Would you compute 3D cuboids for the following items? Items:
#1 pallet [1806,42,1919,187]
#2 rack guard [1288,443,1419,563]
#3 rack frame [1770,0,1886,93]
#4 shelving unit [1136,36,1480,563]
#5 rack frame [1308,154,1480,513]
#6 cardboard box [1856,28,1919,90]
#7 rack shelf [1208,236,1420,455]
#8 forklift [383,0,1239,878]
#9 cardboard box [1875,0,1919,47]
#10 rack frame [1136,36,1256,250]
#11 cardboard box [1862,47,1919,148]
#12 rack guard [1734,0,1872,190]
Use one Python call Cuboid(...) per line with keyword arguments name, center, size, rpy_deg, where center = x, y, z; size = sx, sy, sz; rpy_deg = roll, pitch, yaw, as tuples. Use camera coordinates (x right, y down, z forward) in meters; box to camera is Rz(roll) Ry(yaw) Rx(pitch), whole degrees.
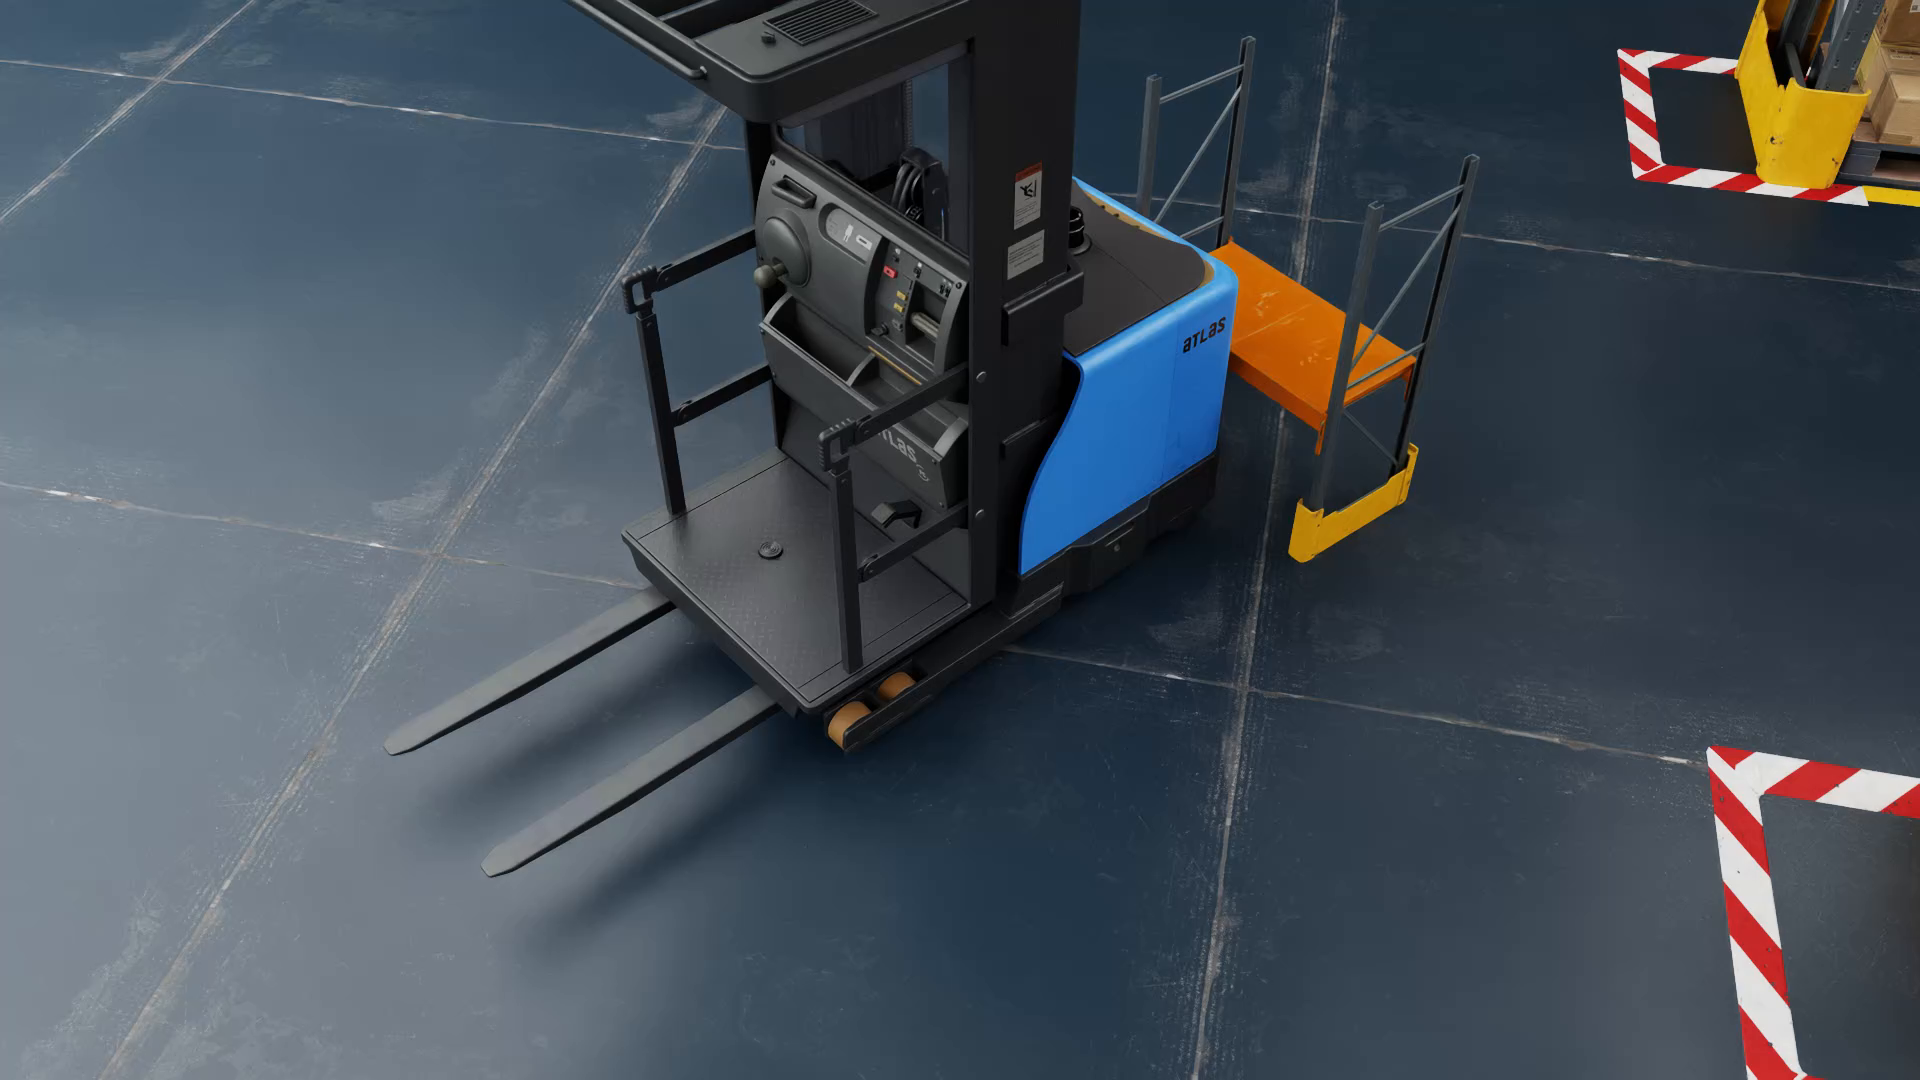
Cuboid(name="pallet", center=(4.941, -2.083, 8.262), size=(1.213, 0.211, 1.003), rpy_deg=(9, 45, 9))
Cuboid(name="rack guard", center=(1.473, -0.147, 6.223), size=(0.587, 0.250, 0.087), rpy_deg=(-28, 51, -26))
Cuboid(name="rack frame", center=(4.186, -3.175, 7.386), size=(0.127, 3.000, 1.000), rpy_deg=(9, 45, 9))
Cuboid(name="shelving unit", center=(1.169, -0.871, 6.074), size=(0.587, 1.500, 1.083), rpy_deg=(-28, 51, -26))
Cuboid(name="rack frame", center=(1.474, -0.597, 5.789), size=(0.500, 1.500, 0.032), rpy_deg=(-28, 51, -26))
Cuboid(name="cardboard box", center=(4.774, -2.455, 8.317), size=(0.500, 0.250, 0.500), rpy_deg=(9, 45, 9))
Cuboid(name="rack shelf", center=(1.163, -0.747, 6.203), size=(0.538, 0.185, 1.000), rpy_deg=(-28, 51, -26))
Cuboid(name="forklift", center=(-0.470, -0.769, 4.935), size=(3.031, 2.935, 1.130), rpy_deg=(-31, 52, -28))
Cuboid(name="cardboard box", center=(4.774, -2.726, 8.059), size=(0.500, 0.500, 0.500), rpy_deg=(9, 45, 9))
Cuboid(name="rack frame", center=(0.853, -1.155, 6.369), size=(0.500, 1.500, 0.032), rpy_deg=(-28, 51, -26))
Cuboid(name="cardboard box", center=(4.661, -2.104, 7.953), size=(0.500, 0.250, 0.500), rpy_deg=(9, 45, 9))
Cuboid(name="rack guard", center=(4.163, -2.278, 8.257), size=(0.348, 0.500, 1.175), rpy_deg=(9, 45, 9))
